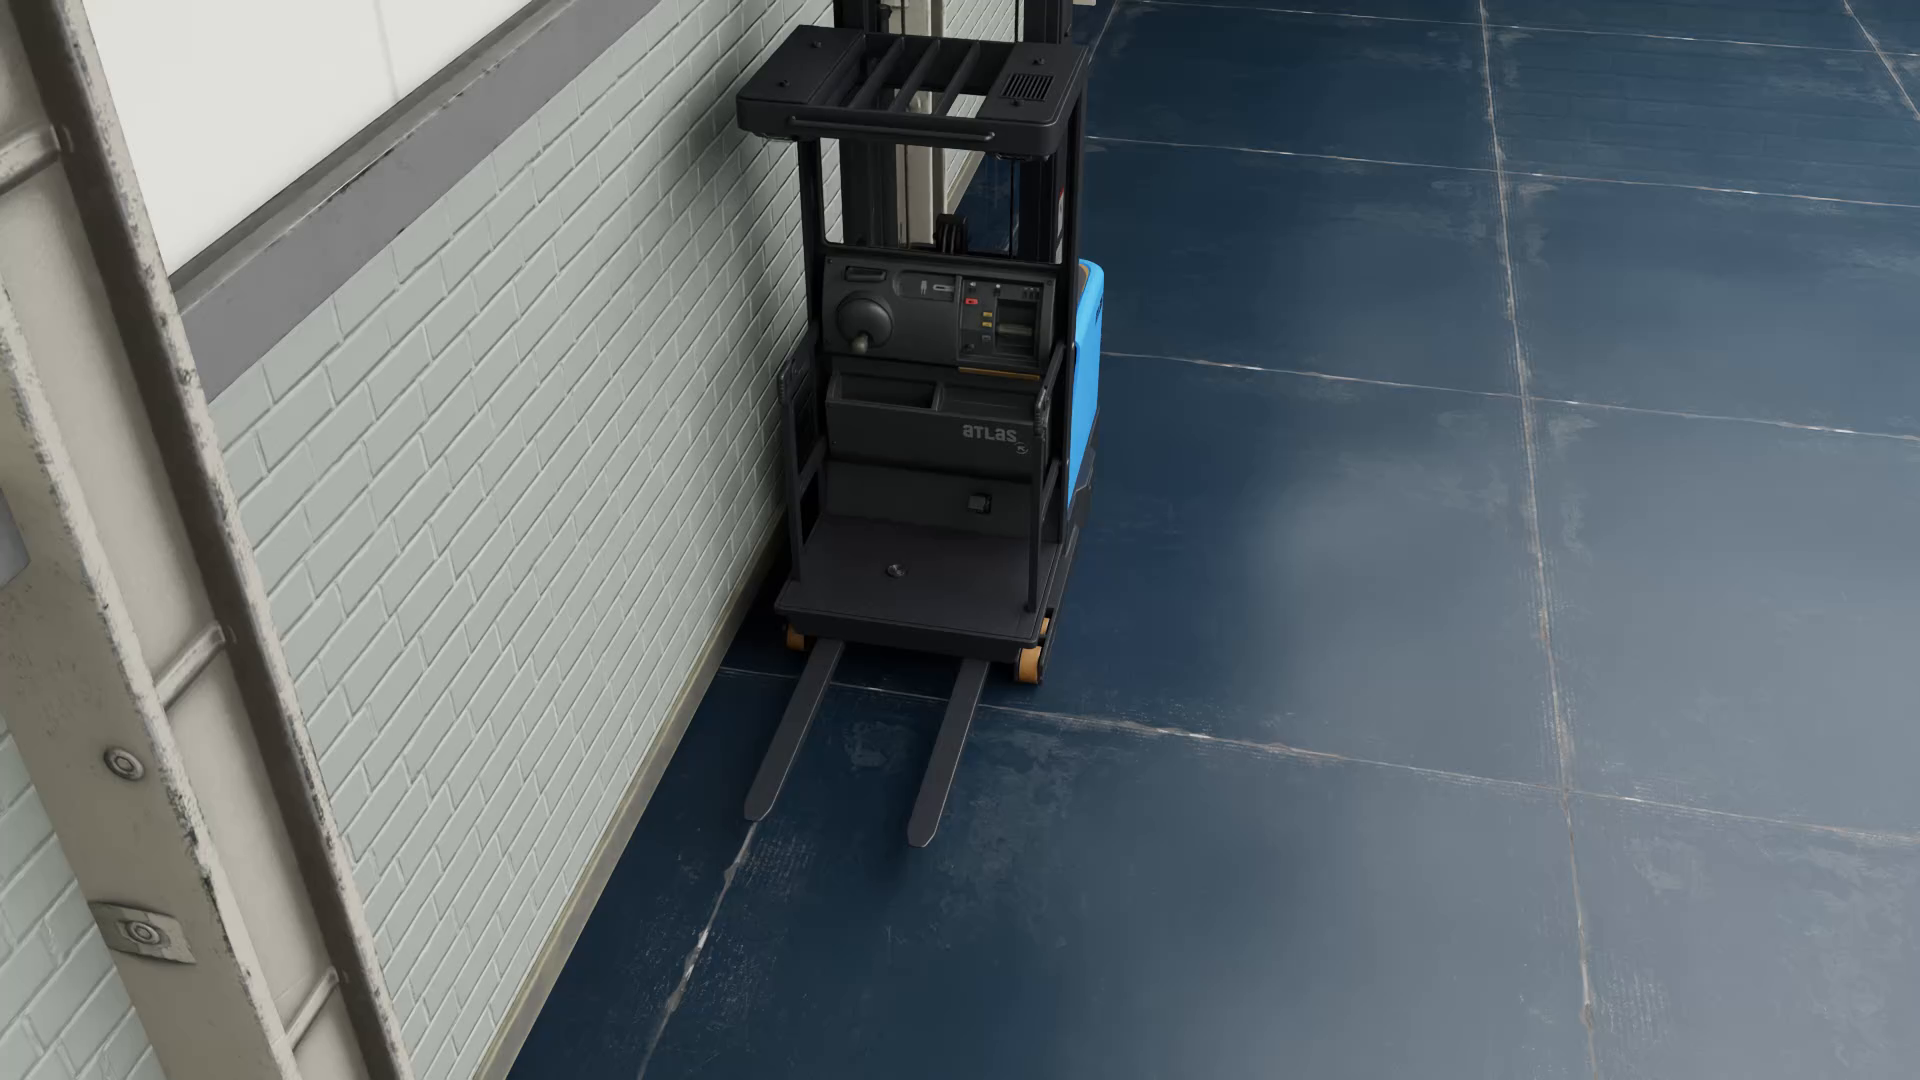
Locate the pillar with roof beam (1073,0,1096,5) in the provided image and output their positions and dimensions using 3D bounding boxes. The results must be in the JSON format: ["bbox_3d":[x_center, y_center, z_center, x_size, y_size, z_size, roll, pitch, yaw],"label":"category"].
[{"bbox_3d":[5.225,-7.714,10.726,9.100,9.000,0.400,7,37,10],"label":"pillar with roof beam"}]

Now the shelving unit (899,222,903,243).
[{"bbox_3d":[-0.165,-1.067,8.327,0.252,1.050,0.215,0,36,1],"label":"shelving unit"}]

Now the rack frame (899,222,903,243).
[{"bbox_3d":[-0.287,-1.068,8.329,0.008,1.050,0.200,0,36,1],"label":"rack frame"}]

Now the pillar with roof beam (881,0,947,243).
[{"bbox_3d":[3.944,-4.275,5.980,9.100,9.000,0.400,7,37,10],"label":"pillar with roof beam"}]

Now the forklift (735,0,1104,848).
[{"bbox_3d":[-0.132,-0.830,6.397,1.130,2.935,3.031,7,37,10],"label":"forklift"}]
